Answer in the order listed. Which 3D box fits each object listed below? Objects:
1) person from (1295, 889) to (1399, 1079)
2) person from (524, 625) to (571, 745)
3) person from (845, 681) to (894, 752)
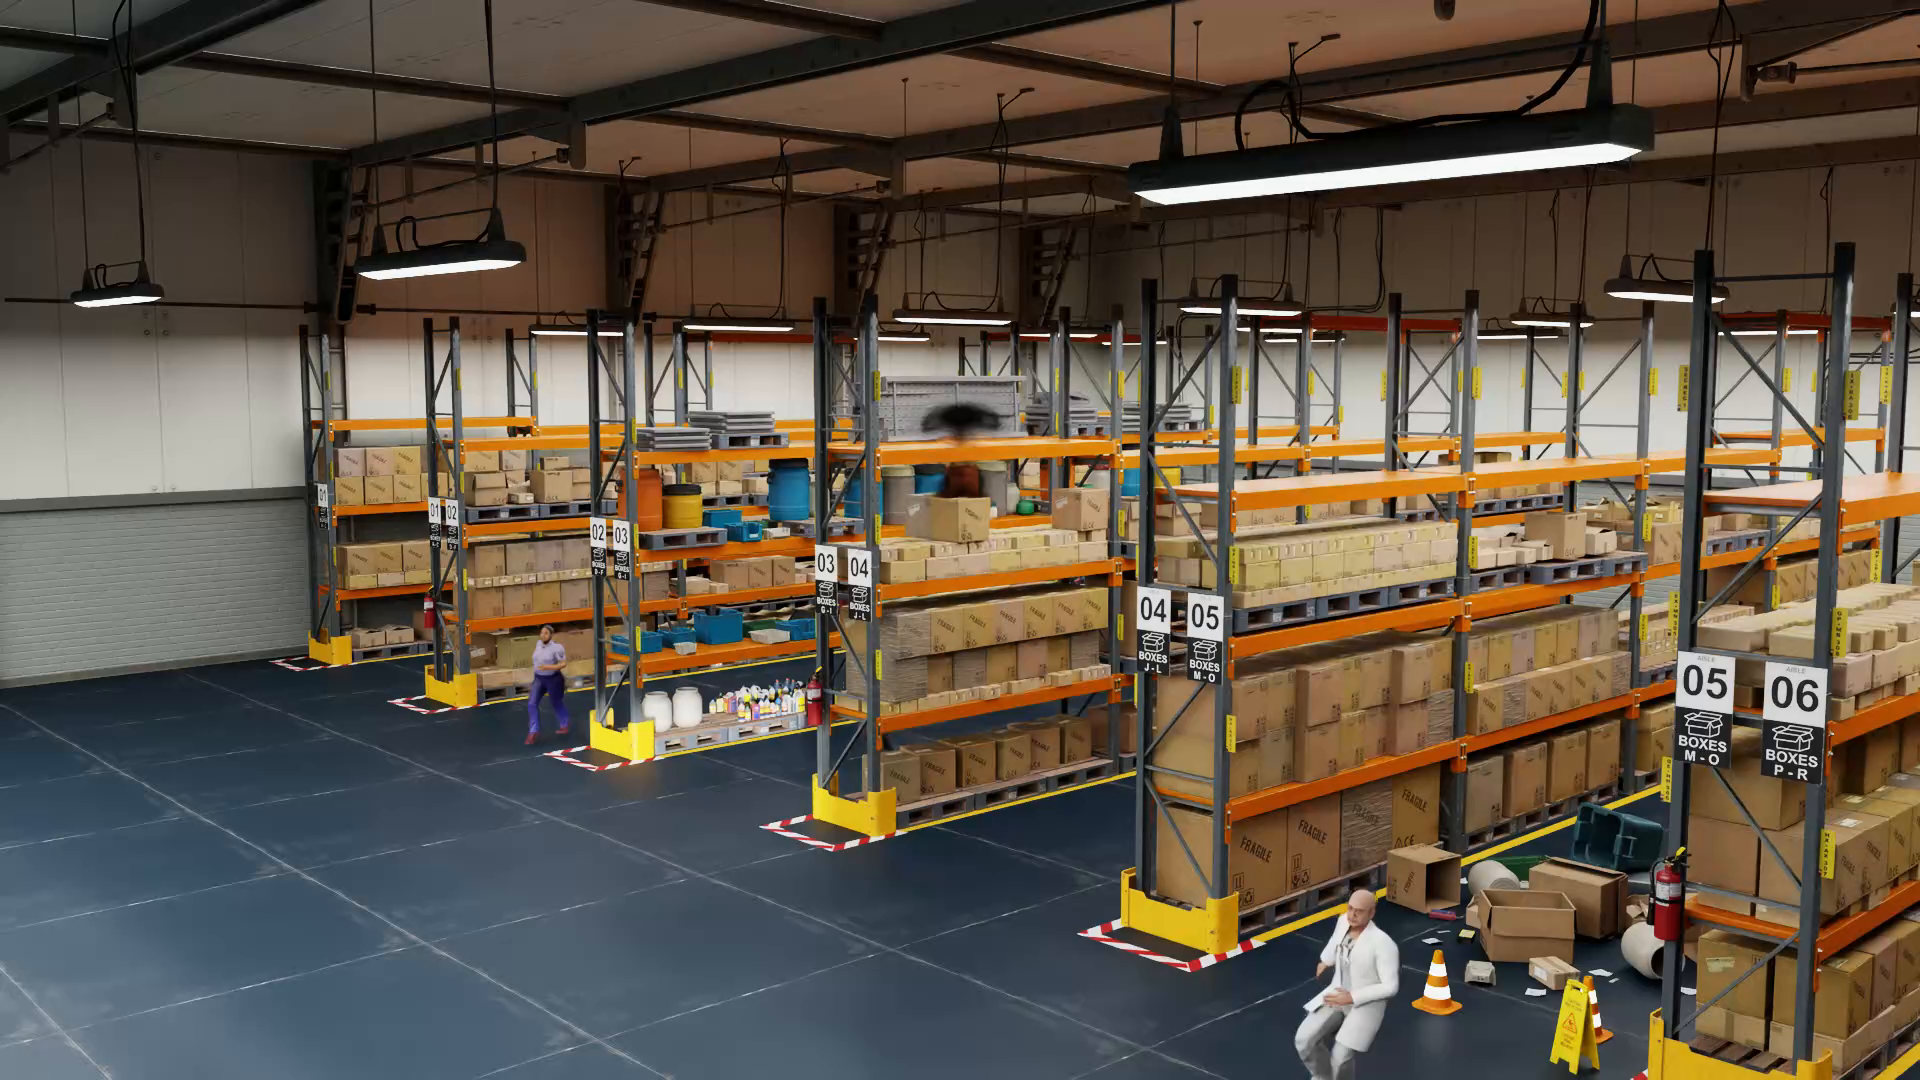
[{"bbox_3d":[2.643,3.197,11.404,0.755,1.691,0.884,-5,8,-43],"label":"person"},{"bbox_3d":[-5.741,1.991,23.254,0.609,1.621,0.862,2,6,16],"label":"person"},{"bbox_3d":[-1.191,2.159,21.884,0.643,1.612,0.762,3,6,24],"label":"person"}]
